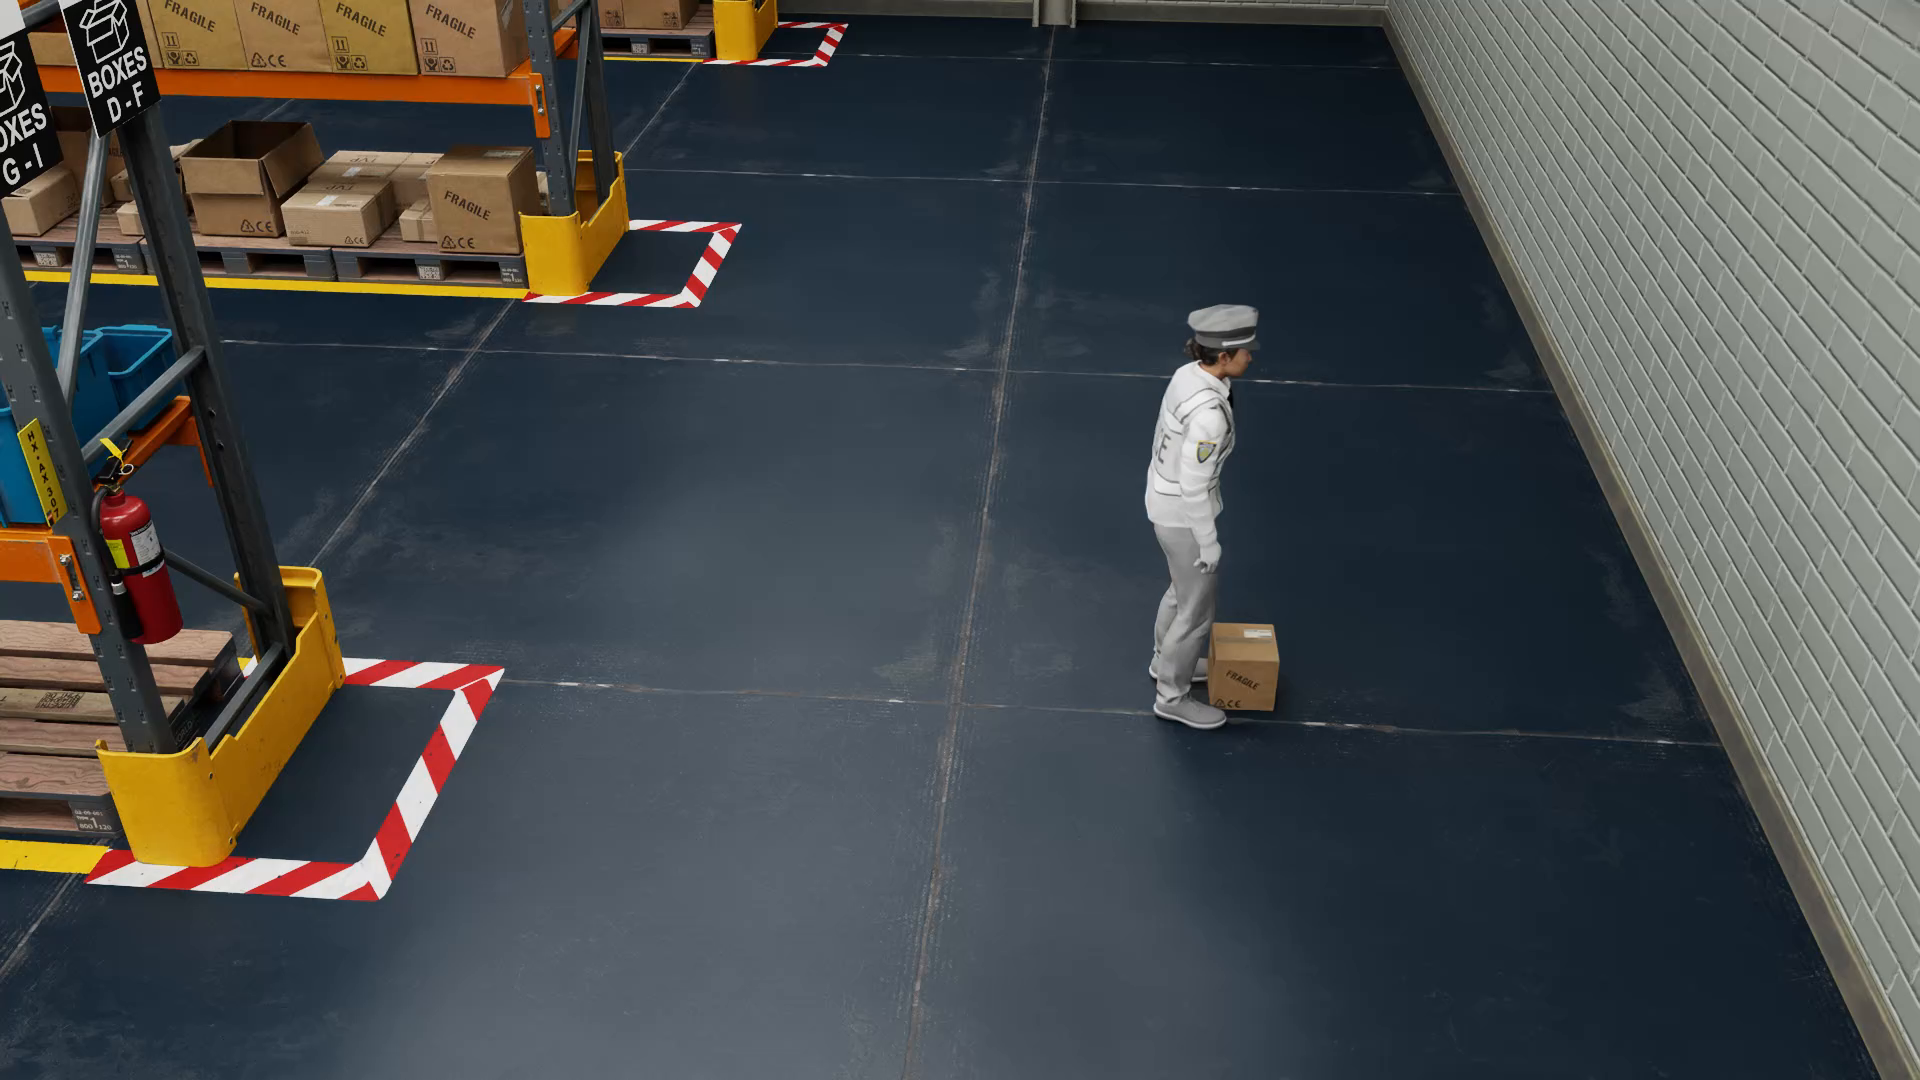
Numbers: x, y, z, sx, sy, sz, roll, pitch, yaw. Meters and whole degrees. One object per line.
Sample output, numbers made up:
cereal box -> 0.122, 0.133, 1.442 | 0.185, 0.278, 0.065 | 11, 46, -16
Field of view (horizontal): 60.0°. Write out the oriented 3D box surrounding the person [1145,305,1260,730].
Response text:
person -> 0.884, -0.096, 6.286 | 0.369, 1.663, 0.518 | 1, 32, 2
